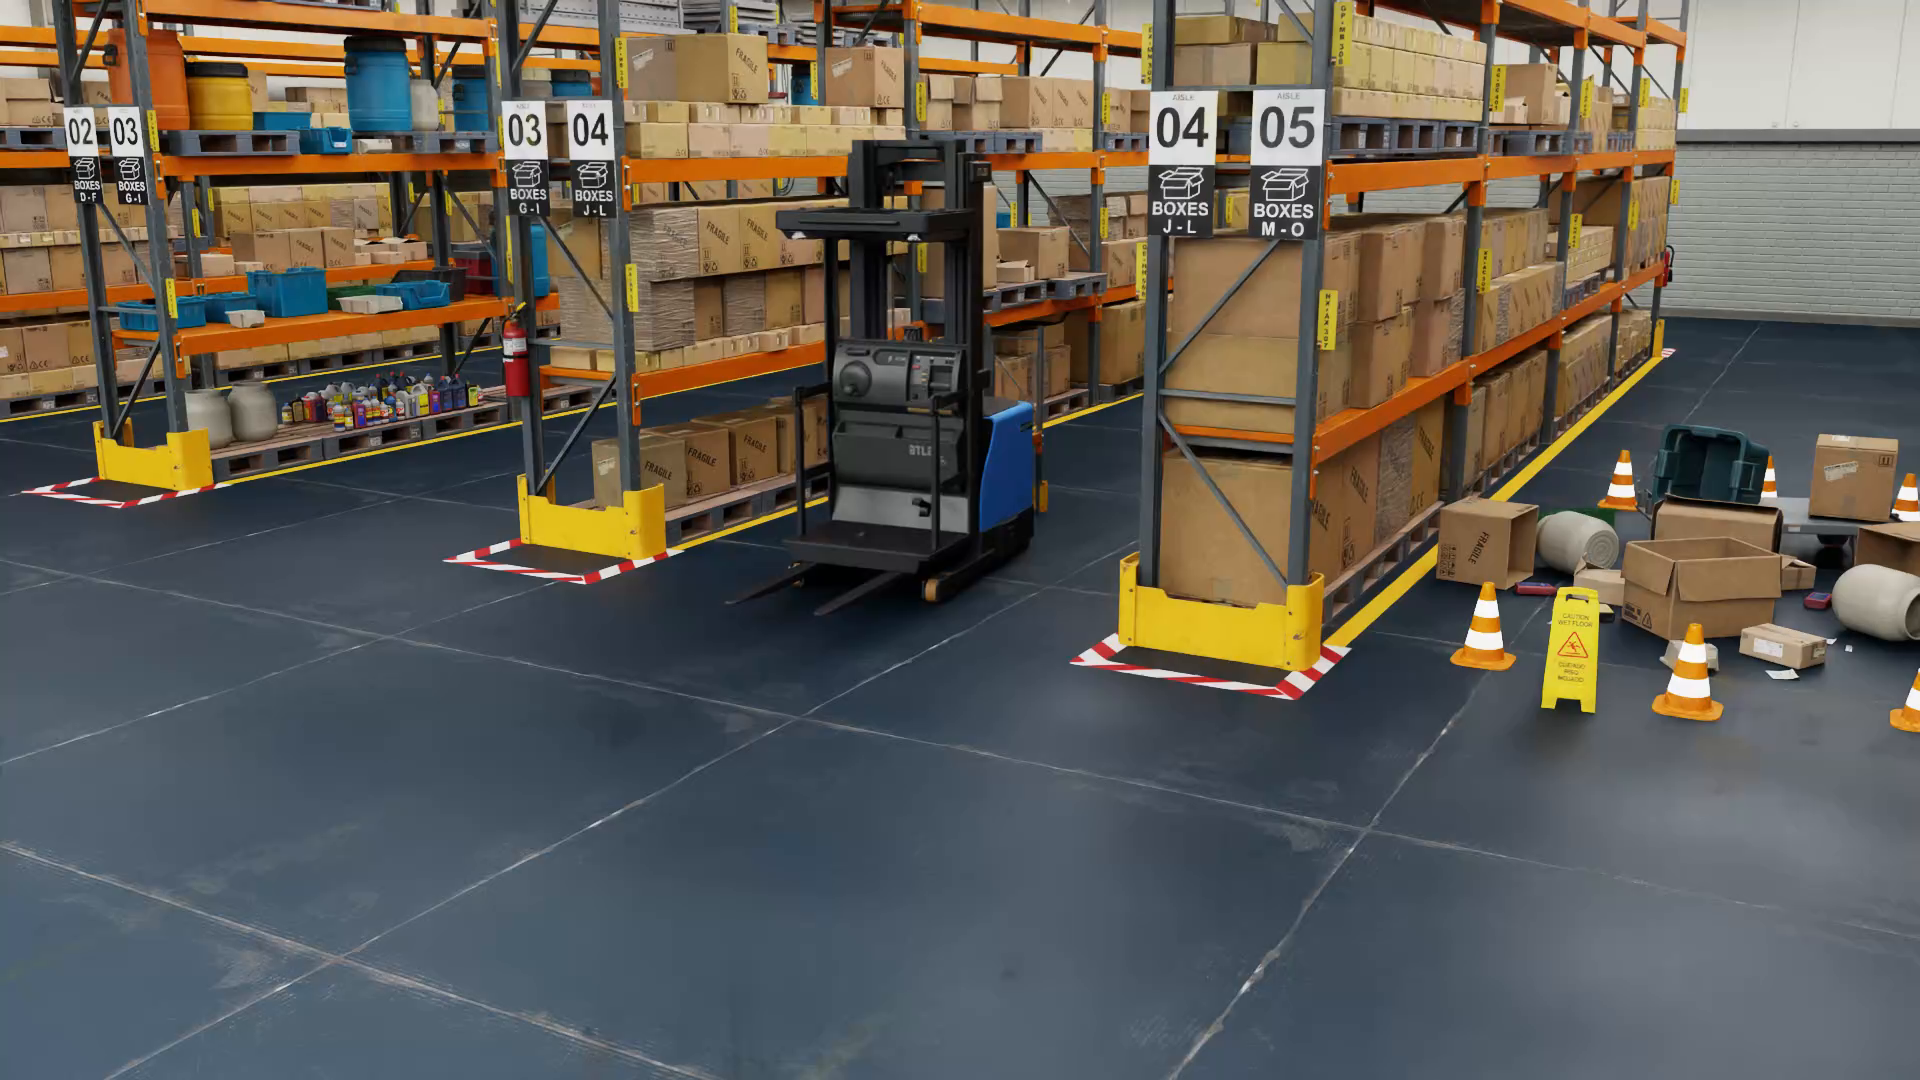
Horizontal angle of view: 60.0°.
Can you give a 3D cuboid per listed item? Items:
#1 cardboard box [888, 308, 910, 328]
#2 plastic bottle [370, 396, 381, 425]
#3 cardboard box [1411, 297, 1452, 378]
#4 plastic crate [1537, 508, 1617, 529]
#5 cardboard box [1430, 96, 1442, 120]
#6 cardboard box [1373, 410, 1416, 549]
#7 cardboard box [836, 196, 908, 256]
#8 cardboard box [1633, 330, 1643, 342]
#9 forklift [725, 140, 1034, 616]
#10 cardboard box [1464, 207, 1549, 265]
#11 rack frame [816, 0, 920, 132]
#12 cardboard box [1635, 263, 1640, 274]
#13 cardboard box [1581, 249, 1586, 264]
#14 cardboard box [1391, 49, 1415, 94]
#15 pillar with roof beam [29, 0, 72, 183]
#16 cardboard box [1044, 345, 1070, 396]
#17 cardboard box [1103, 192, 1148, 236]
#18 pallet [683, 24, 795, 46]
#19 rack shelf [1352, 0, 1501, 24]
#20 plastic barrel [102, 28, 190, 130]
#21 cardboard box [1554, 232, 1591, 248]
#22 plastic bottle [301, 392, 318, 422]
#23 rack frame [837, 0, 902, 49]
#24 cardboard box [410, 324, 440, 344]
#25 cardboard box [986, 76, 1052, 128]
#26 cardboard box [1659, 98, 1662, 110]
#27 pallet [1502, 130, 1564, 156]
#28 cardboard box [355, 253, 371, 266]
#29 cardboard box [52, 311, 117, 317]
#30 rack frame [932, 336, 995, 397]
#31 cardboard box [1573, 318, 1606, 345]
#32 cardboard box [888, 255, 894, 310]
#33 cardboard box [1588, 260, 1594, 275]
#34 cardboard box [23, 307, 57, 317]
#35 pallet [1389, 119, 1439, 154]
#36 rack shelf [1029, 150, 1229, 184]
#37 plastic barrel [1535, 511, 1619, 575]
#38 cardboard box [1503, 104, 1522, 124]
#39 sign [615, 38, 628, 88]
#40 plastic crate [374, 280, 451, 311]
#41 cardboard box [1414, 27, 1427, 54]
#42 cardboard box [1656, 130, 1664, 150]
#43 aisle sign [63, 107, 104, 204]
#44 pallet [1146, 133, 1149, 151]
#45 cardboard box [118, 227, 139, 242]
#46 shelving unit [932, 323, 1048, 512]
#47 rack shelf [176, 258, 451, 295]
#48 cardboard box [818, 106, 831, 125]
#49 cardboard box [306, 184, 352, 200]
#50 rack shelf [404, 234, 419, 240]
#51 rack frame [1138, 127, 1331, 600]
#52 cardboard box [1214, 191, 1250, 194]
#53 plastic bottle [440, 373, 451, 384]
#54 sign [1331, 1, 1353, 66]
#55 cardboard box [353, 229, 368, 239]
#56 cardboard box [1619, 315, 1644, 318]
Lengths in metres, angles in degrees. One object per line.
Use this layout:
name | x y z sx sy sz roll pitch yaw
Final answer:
cardboard box | -0.672 -2.016 15.034 0.380 0.149 0.250 7 15 28
plastic bottle | -5.732 -1.272 16.291 0.097 0.271 0.097 0 14 0
cardboard box | 3.053 -1.514 12.093 0.875 0.550 0.550 7 15 28
plastic crate | 4.530 -0.110 12.468 0.662 0.188 0.450 -8 6 -30
cardboard box | 2.957 -2.850 10.980 0.380 0.149 0.250 7 15 28
cardboard box | 2.670 -0.498 11.837 0.875 0.875 0.875 8 15 28
cardboard box | -0.802 -2.772 14.649 0.500 0.500 0.500 7 15 28
cardboard box | 8.774 -2.703 21.897 0.380 0.149 0.250 8 16 29
forklift | -0.505 -1.126 10.950 1.130 2.935 3.031 6 15 23
cardboard box | 5.175 -2.898 15.806 0.700 0.500 0.500 7 15 28
rack frame | -0.826 -5.132 14.622 1.000 3.000 0.127 7 15 28
cardboard box | 8.352 -3.449 20.977 0.380 0.149 0.250 8 16 30
cardboard box | 6.432 -3.021 17.671 0.380 0.149 0.250 7 15 28
cardboard box | 2.479 -2.873 10.227 0.500 0.250 0.500 7 15 28
pillar with roof beam | -9.517 -6.980 22.287 9.100 9.000 0.400 7 15 28
cardboard box | 0.802 -1.896 18.391 0.700 0.500 0.500 6 15 25
cardboard box | 2.111 -3.993 20.342 0.797 0.503 0.637 8 16 30
pallet | -2.852 -6.373 21.022 1.213 0.211 1.003 7 15 28
rack shelf | 2.500 -3.595 10.634 1.077 0.370 4.000 7 15 28
plastic barrel | -6.971 -3.942 14.271 0.600 0.830 0.708 7 15 28
cardboard box | 6.552 -3.219 17.855 0.380 0.149 0.250 7 15 27
plastic bottle | -6.445 -1.321 16.487 0.152 0.276 0.135 8 15 28
rack frame | -1.294 -7.335 23.758 1.000 3.000 0.127 7 15 28
cardboard box | -7.603 -2.892 23.099 0.500 0.250 0.500 8 16 29
cardboard box | 0.605 -4.454 16.928 0.500 0.500 0.500 8 16 29
cardboard box | 8.718 -5.557 21.185 0.380 0.149 0.250 8 16 29
pallet | 4.598 -3.453 14.457 1.003 0.211 1.213 8 16 31
cardboard box | -8.129 -3.770 22.306 0.380 0.149 0.250 9 16 32
cardboard box | -10.229 -2.408 19.493 0.500 0.500 0.500 7 15 28
rack frame | 0.022 -0.771 12.533 0.500 1.500 0.032 6 15 23
cardboard box | 6.936 -2.343 18.688 0.500 0.250 0.500 8 16 31
cardboard box | -1.097 -2.324 14.925 0.875 0.500 0.500 7 15 28
cardboard box | 6.689 -2.985 18.156 0.380 0.149 0.250 8 16 30
cardboard box | -13.287 -3.163 23.648 0.700 0.500 0.500 7 15 27
pallet | 2.472 -2.632 10.842 1.003 0.211 1.213 7 15 28
rack shelf | 2.075 -4.556 20.164 1.077 0.370 4.000 7 15 28
plastic barrel | 4.262 0.026 11.524 0.421 0.421 0.512 -5 14 -20
cardboard box | 4.372 -3.480 13.596 0.380 0.149 0.250 7 15 28
sign | -2.284 -3.217 11.212 0.100 0.325 0.005 7 15 28
plastic crate | -5.459 -2.447 16.601 0.499 0.251 0.616 7 15 28
cardboard box | 2.713 -3.135 10.461 0.380 0.149 0.250 8 16 29
cardboard box | 8.548 -5.040 20.960 0.500 0.250 0.500 8 16 31
aisle sign | -7.390 -3.239 14.023 0.394 0.787 0.004 7 15 28
pallet | 1.911 -4.771 19.926 1.003 0.211 1.213 8 16 31
cardboard box | -9.685 -3.519 19.131 0.380 0.149 0.250 7 15 26
shelving unit | 0.230 -0.882 12.994 0.587 1.500 1.083 6 15 23
rack shelf | -8.529 -3.400 21.770 1.077 0.370 4.000 7 15 28
cardboard box | -1.285 -3.486 13.662 0.380 0.149 0.250 8 16 30
cardboard box | -10.471 -5.775 27.598 0.500 0.250 0.500 8 16 29
rack shelf | -9.000 -5.602 30.903 1.077 0.370 4.000 7 15 28
rack frame | 1.534 -0.813 9.504 1.000 3.000 0.127 7 15 28
cardboard box | 4.020 -4.837 24.281 0.500 0.500 0.500 7 15 27
plastic bottle | -5.347 -1.555 17.296 0.144 0.351 0.185 7 15 28
sign | 2.017 -2.670 8.775 0.100 0.325 0.005 7 15 28
cardboard box | -10.225 -5.164 28.046 0.380 0.149 0.250 7 15 28
cardboard box | 8.868 -2.907 22.109 0.380 0.149 0.250 7 15 26
